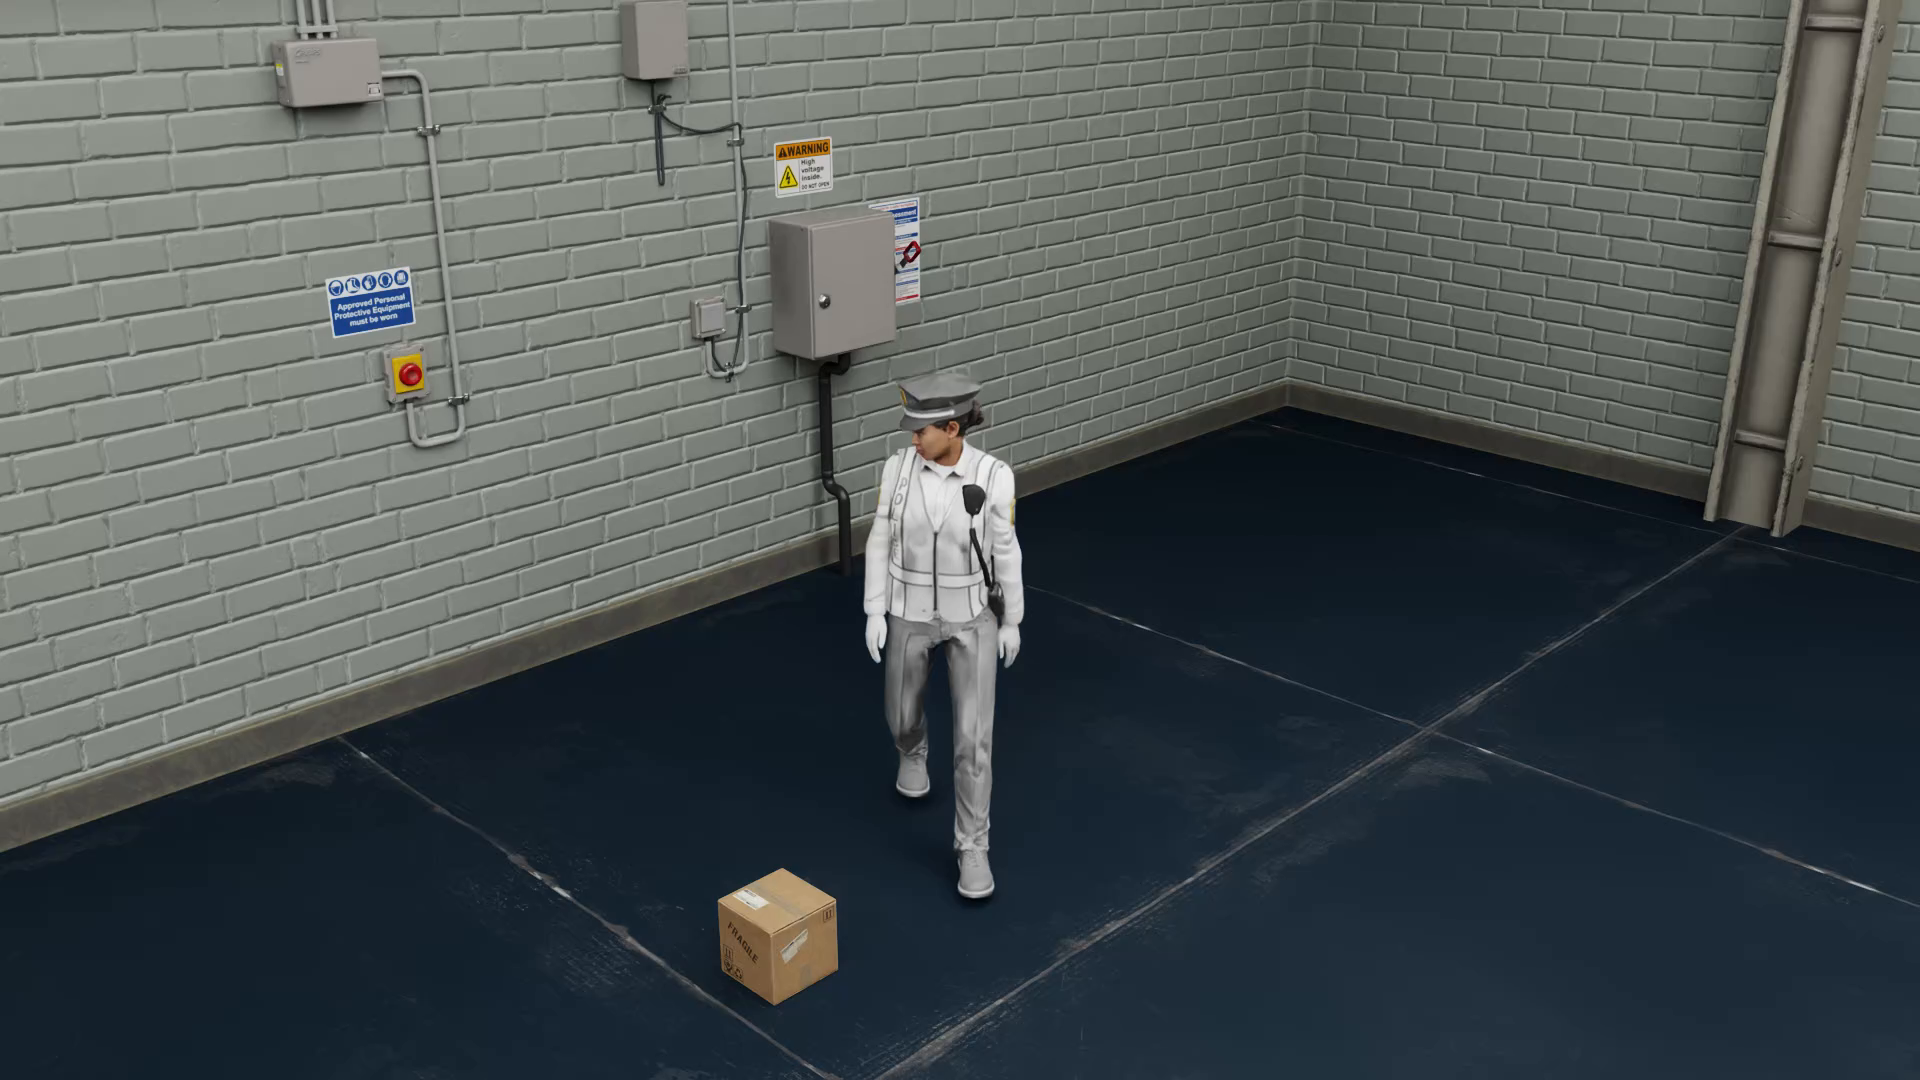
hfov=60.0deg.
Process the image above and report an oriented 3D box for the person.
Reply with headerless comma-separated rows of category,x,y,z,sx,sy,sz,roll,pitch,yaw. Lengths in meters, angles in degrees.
person,-0.054,0.255,5.390,0.514,1.626,0.798,3,21,8
